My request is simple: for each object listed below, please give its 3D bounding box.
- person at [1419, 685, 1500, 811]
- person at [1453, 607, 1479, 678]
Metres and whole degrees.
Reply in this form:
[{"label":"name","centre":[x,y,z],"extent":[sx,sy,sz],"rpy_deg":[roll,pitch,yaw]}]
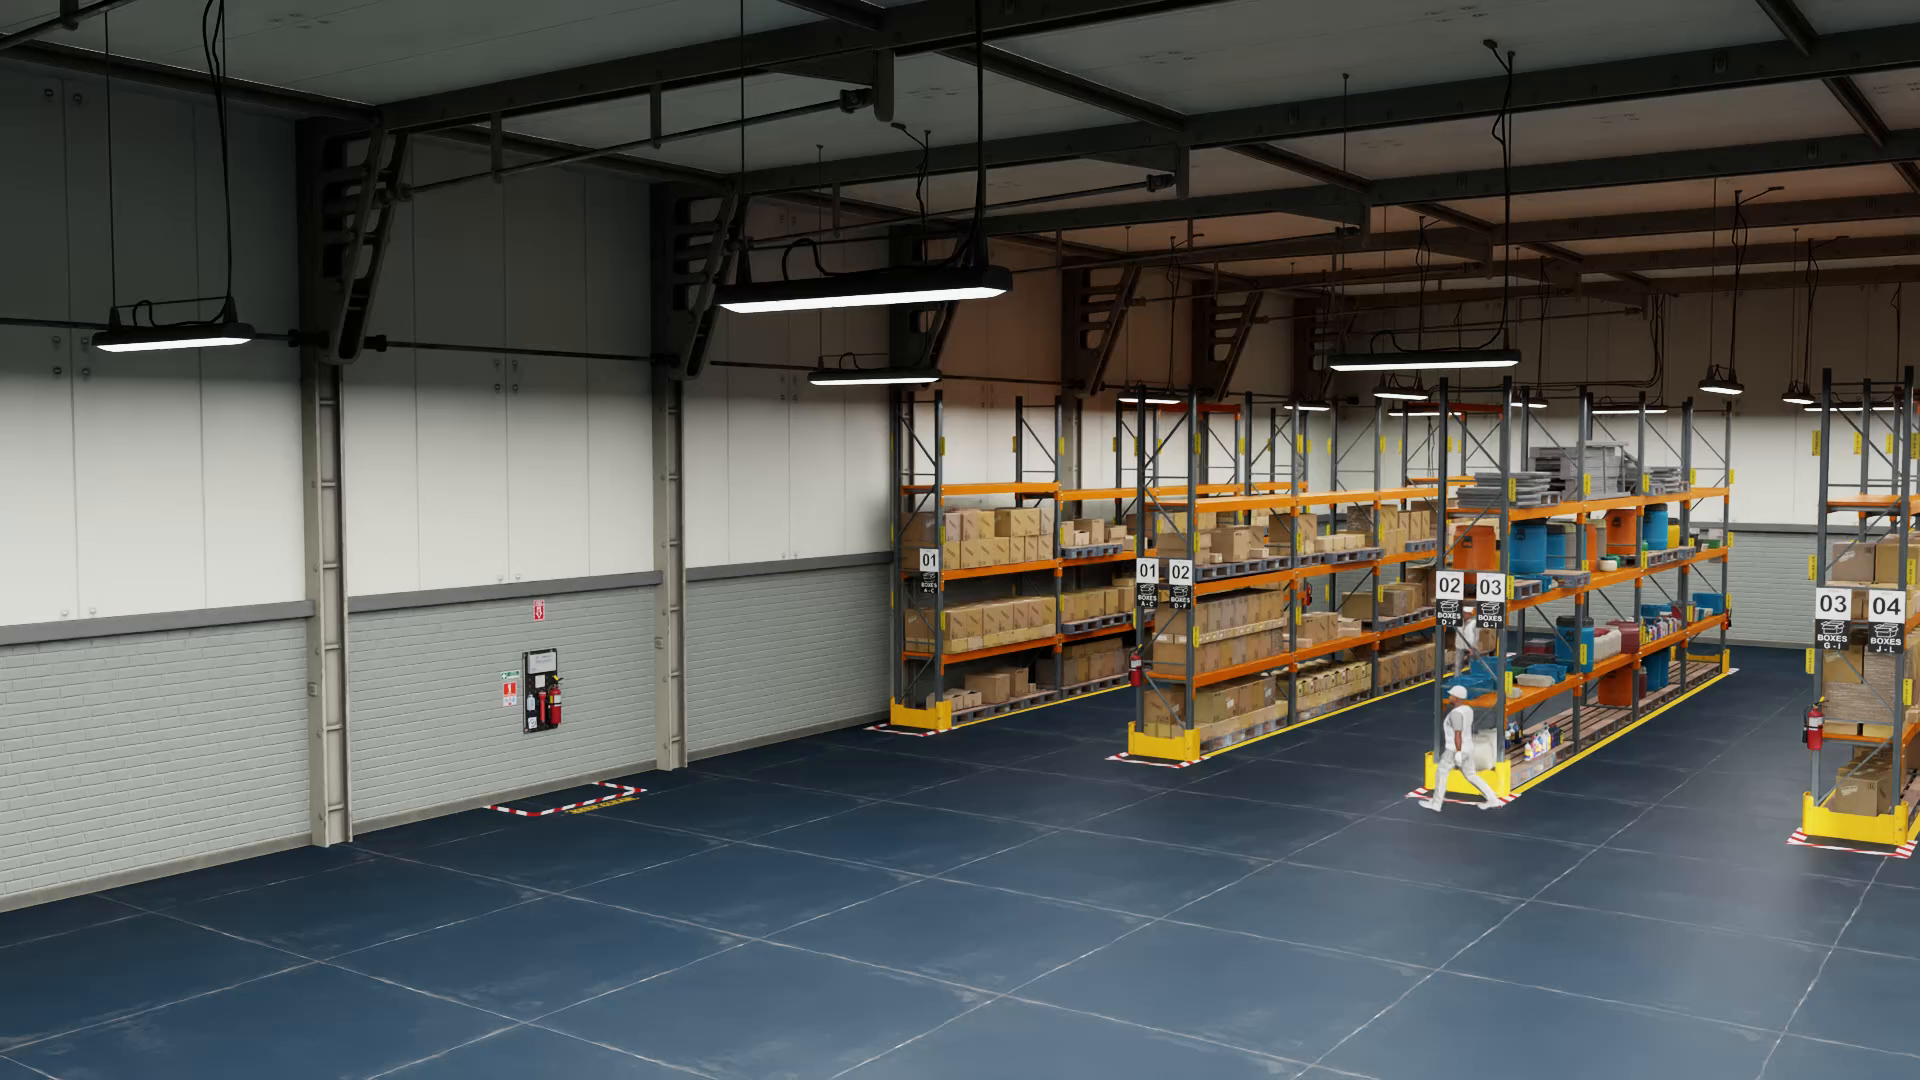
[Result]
[{"label":"person","centre":[6.814,2.852,22.672],"extent":[1.065,1.745,0.551],"rpy_deg":[2,4,37]},{"label":"person","centre":[10.372,2.205,34.069],"extent":[0.534,1.707,1.075],"rpy_deg":[2,4,29]}]
